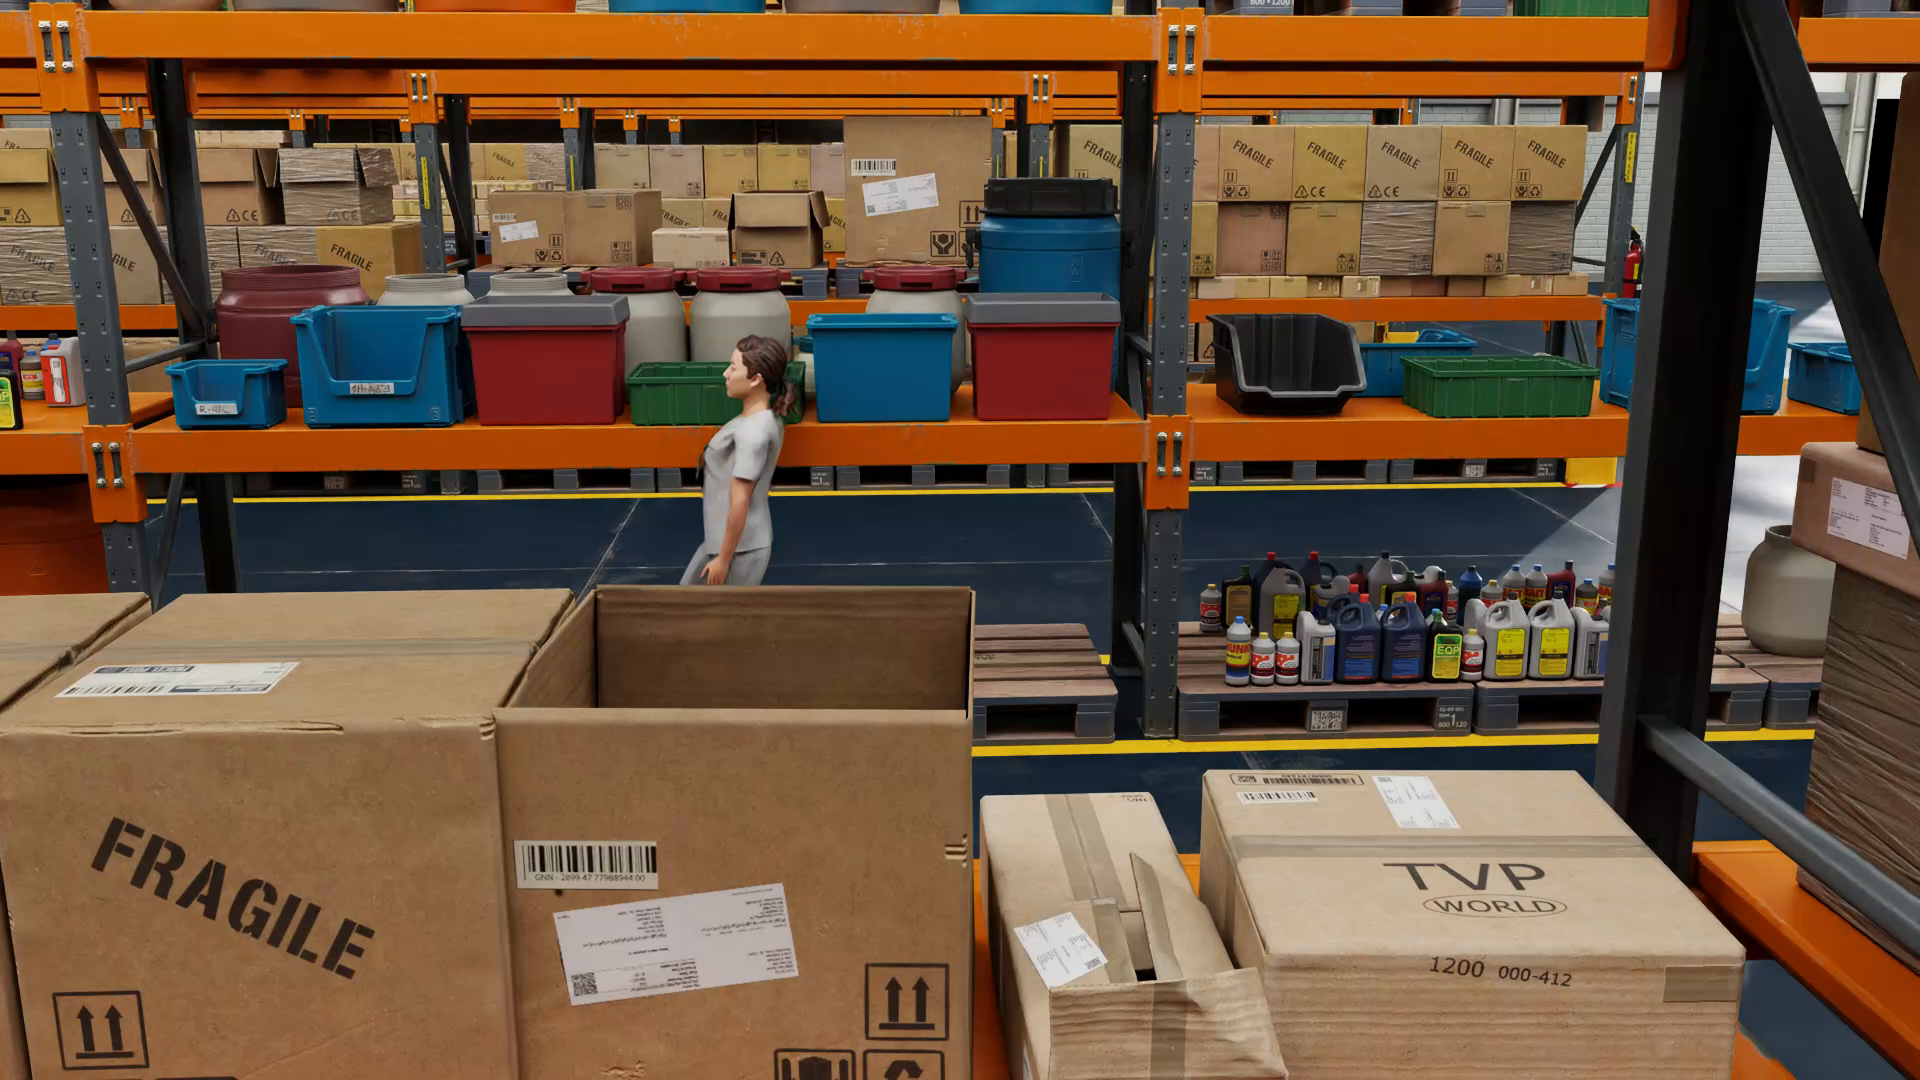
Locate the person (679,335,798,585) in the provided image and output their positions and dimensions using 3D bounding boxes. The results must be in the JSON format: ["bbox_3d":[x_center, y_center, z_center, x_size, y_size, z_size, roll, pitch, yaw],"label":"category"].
[{"bbox_3d":[-0.864,0.052,6.318,0.531,1.658,0.443,0,14,-2],"label":"person"}]
